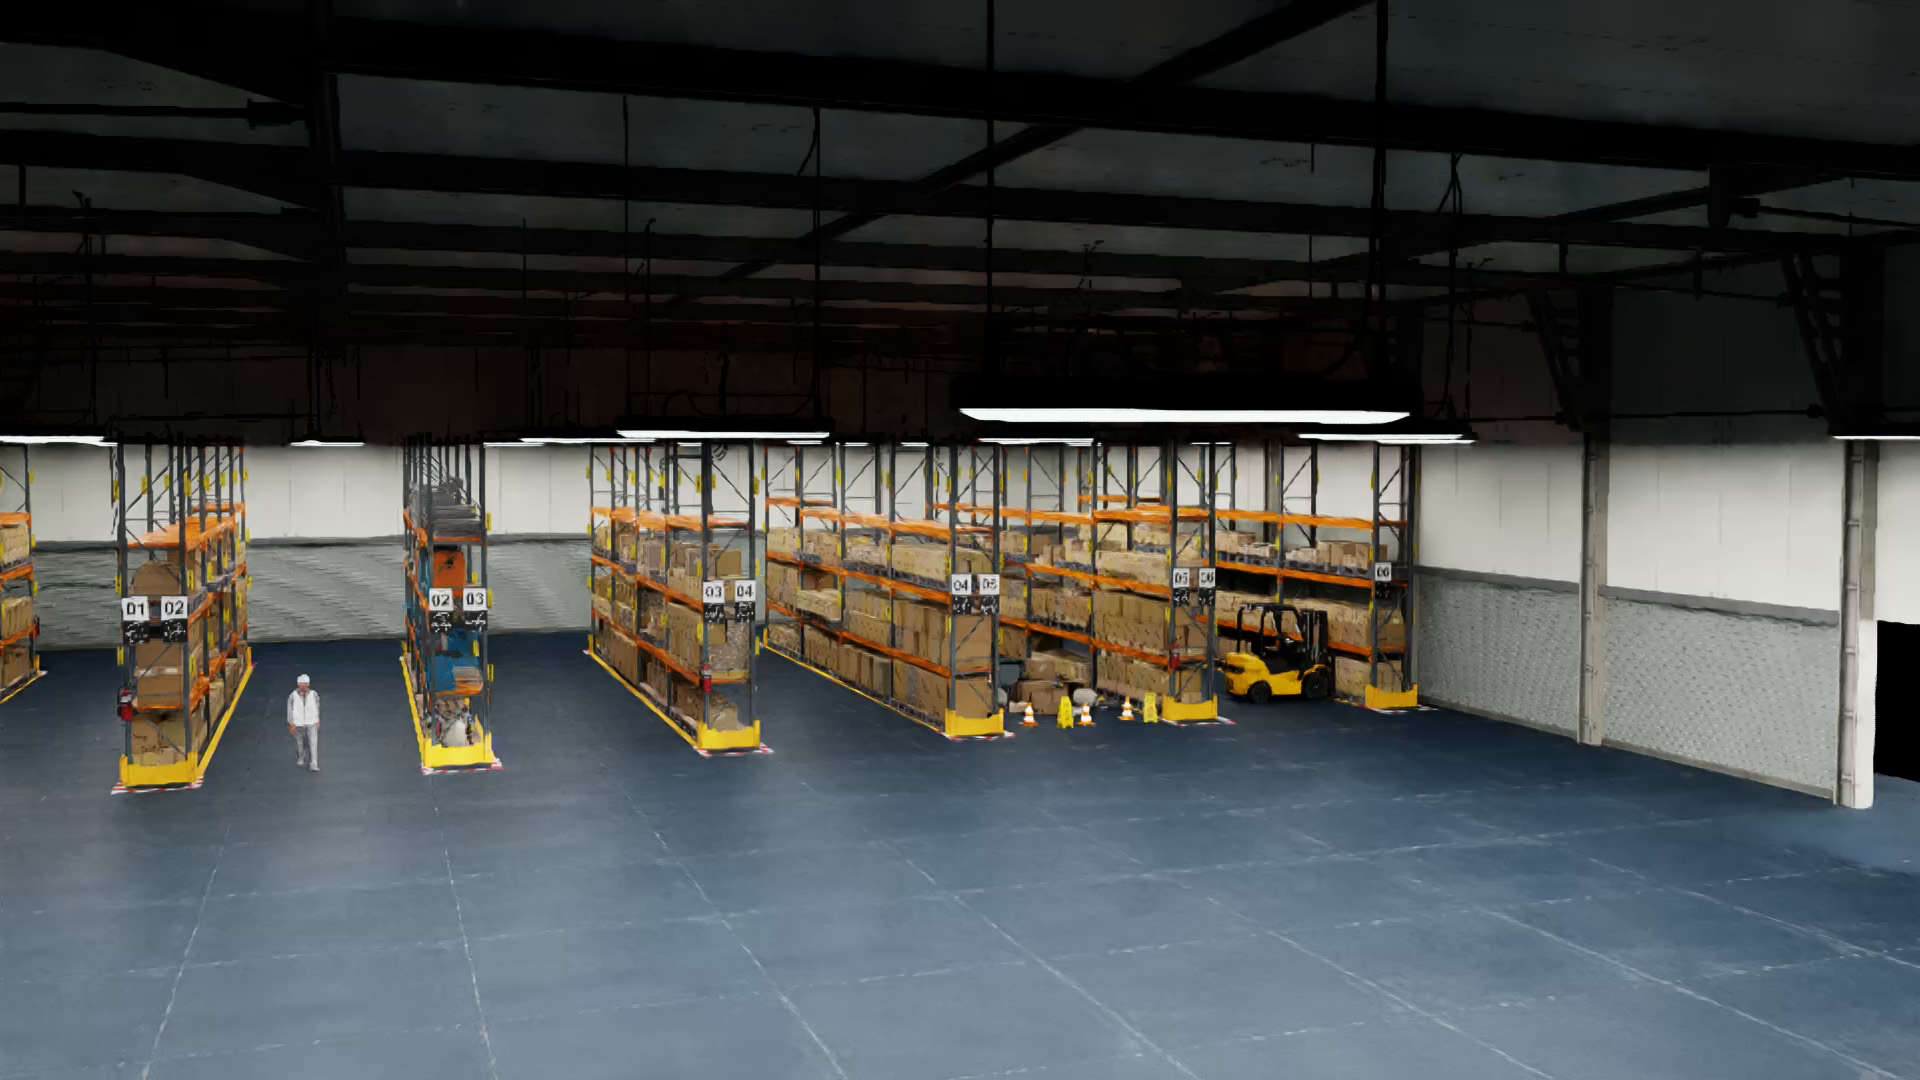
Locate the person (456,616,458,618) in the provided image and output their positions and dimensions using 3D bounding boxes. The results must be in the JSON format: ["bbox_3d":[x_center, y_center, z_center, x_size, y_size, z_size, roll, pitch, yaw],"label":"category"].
[{"bbox_3d":[-14.441,2.237,47.252,0.704,1.716,0.810,-2,4,-38],"label":"person"}]

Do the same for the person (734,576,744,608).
[{"bbox_3d":[-6.821,1.968,52.157,0.572,1.704,1.030,-1,3,-10],"label":"person"}]

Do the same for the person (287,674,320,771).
[{"bbox_3d":[-11.638,3.220,29.485,0.543,1.696,1.107,-1,3,-22],"label":"person"}]
